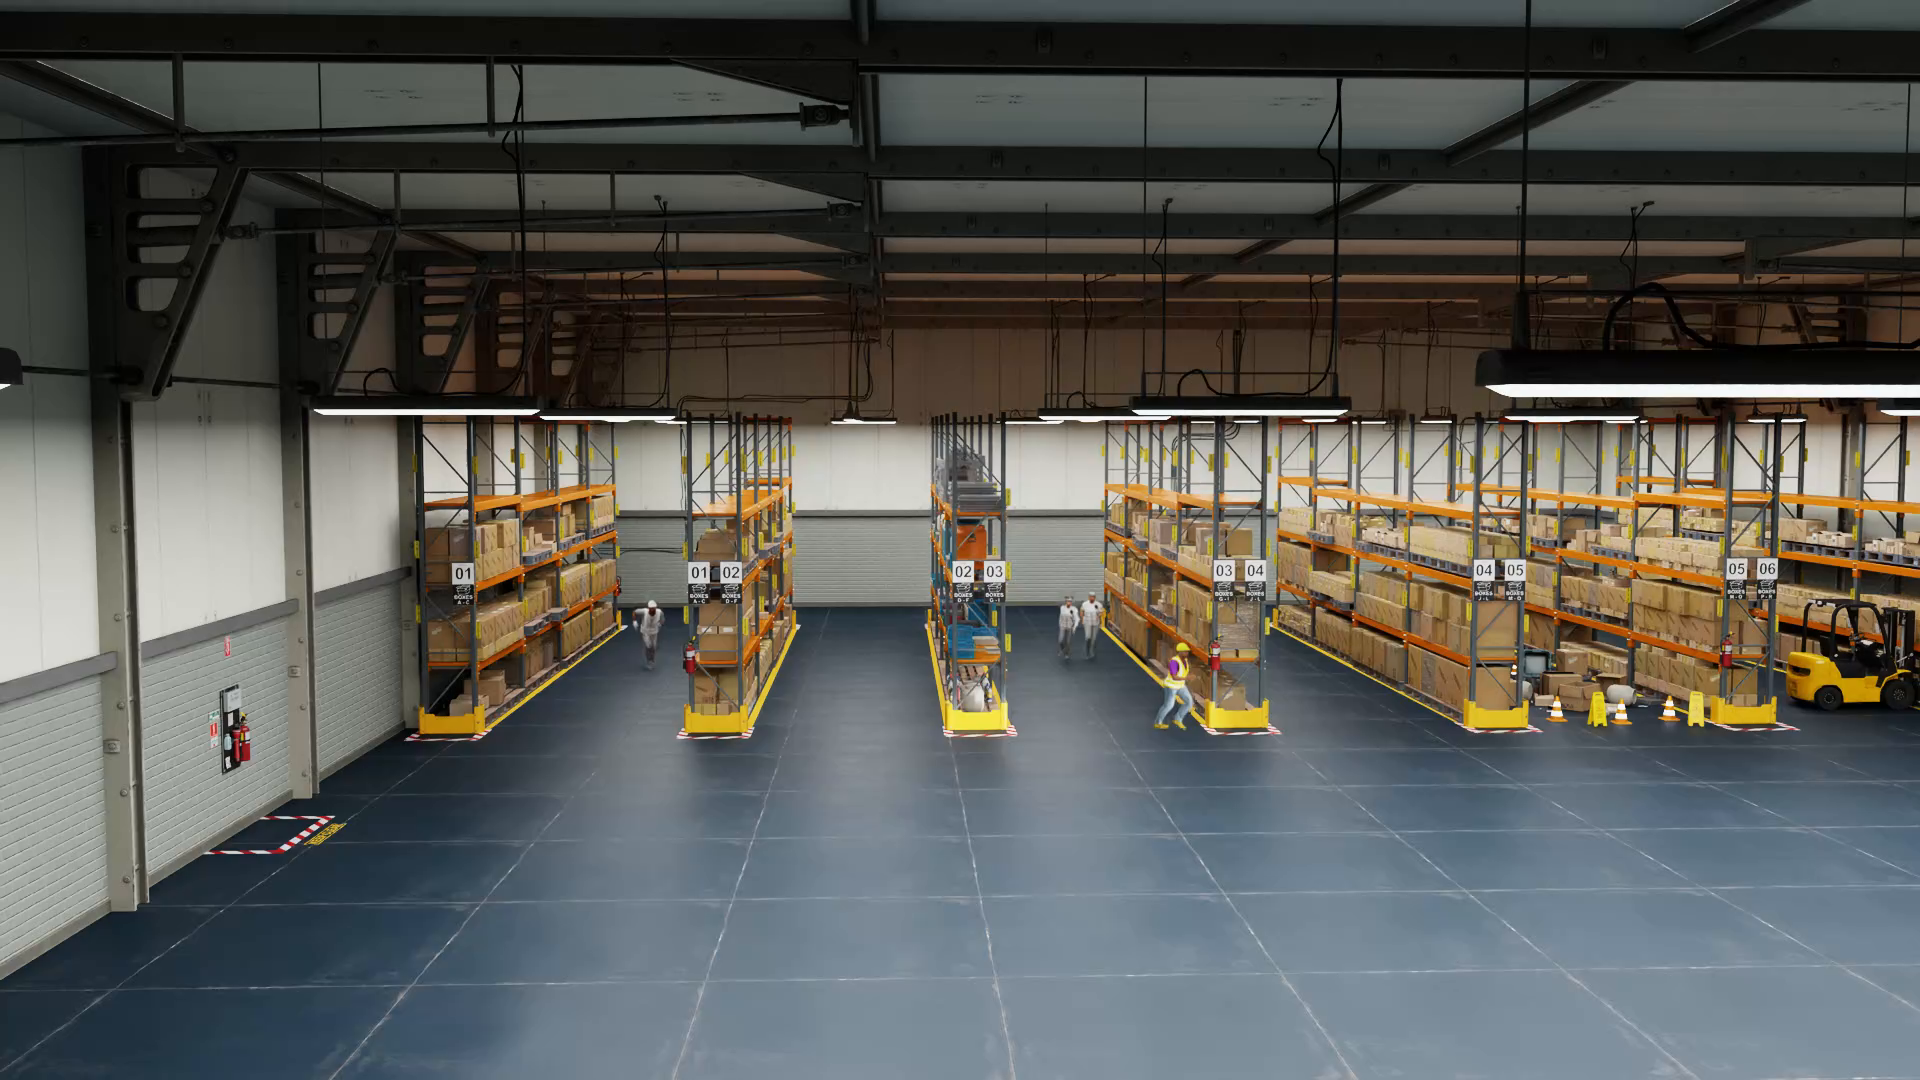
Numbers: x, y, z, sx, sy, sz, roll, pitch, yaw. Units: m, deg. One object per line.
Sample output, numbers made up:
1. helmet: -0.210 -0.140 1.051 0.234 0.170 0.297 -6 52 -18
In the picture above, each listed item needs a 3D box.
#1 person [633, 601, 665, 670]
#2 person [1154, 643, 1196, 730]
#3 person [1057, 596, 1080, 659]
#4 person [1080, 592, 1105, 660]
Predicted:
1. person: -7.341 2.243 39.259 0.738 1.691 0.989 -1 4 -19
2. person: 4.075 2.754 31.196 0.964 1.686 0.717 3 5 41
3. person: 2.655 2.142 40.655 0.585 1.602 0.687 1 4 13
4. person: 3.267 2.117 40.993 0.584 1.702 0.724 0 4 -2
